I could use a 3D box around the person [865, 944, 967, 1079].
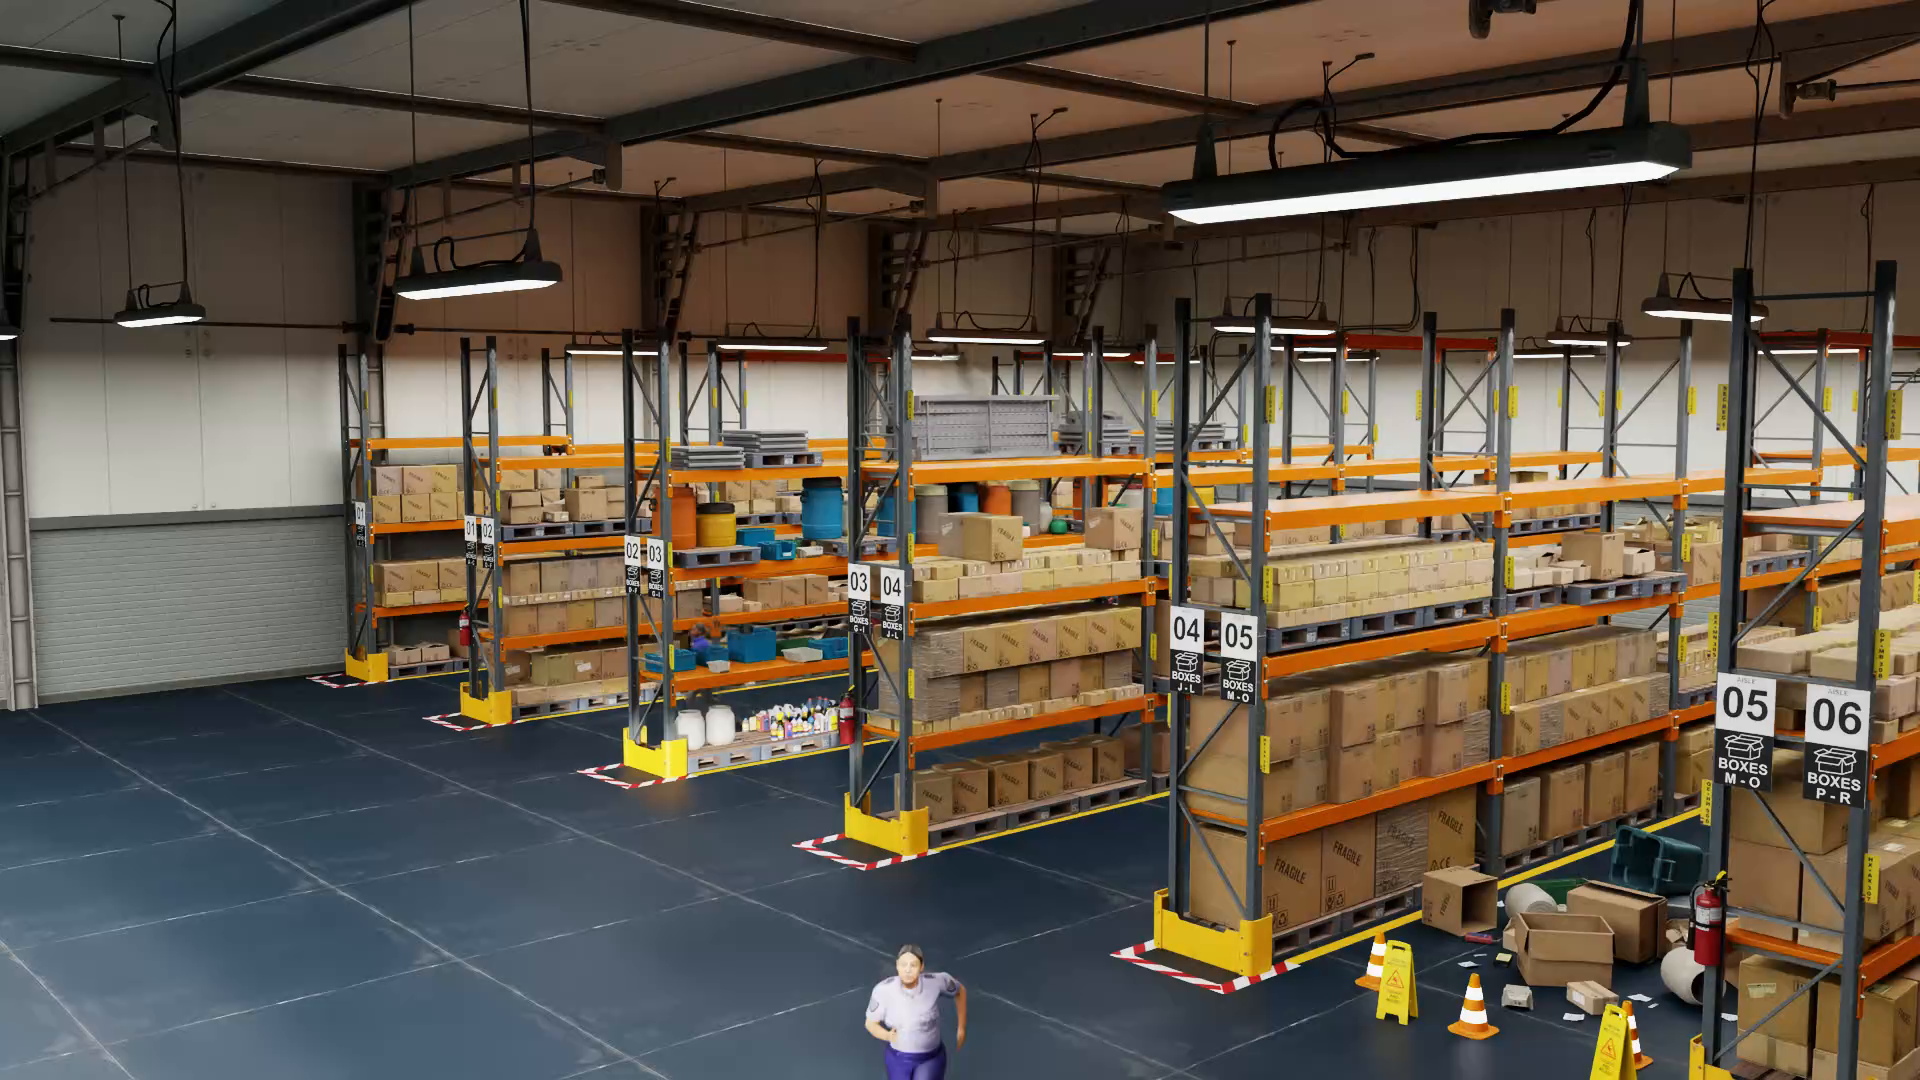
[{"bbox_3d":[-0.285,3.398,10.760,0.626,1.686,0.829,1,5,7],"label":"person"}]

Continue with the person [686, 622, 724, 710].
[{"bbox_3d":[-3.856,2.093,25.223,0.794,1.682,0.574,-3,6,-30],"label":"person"}]
